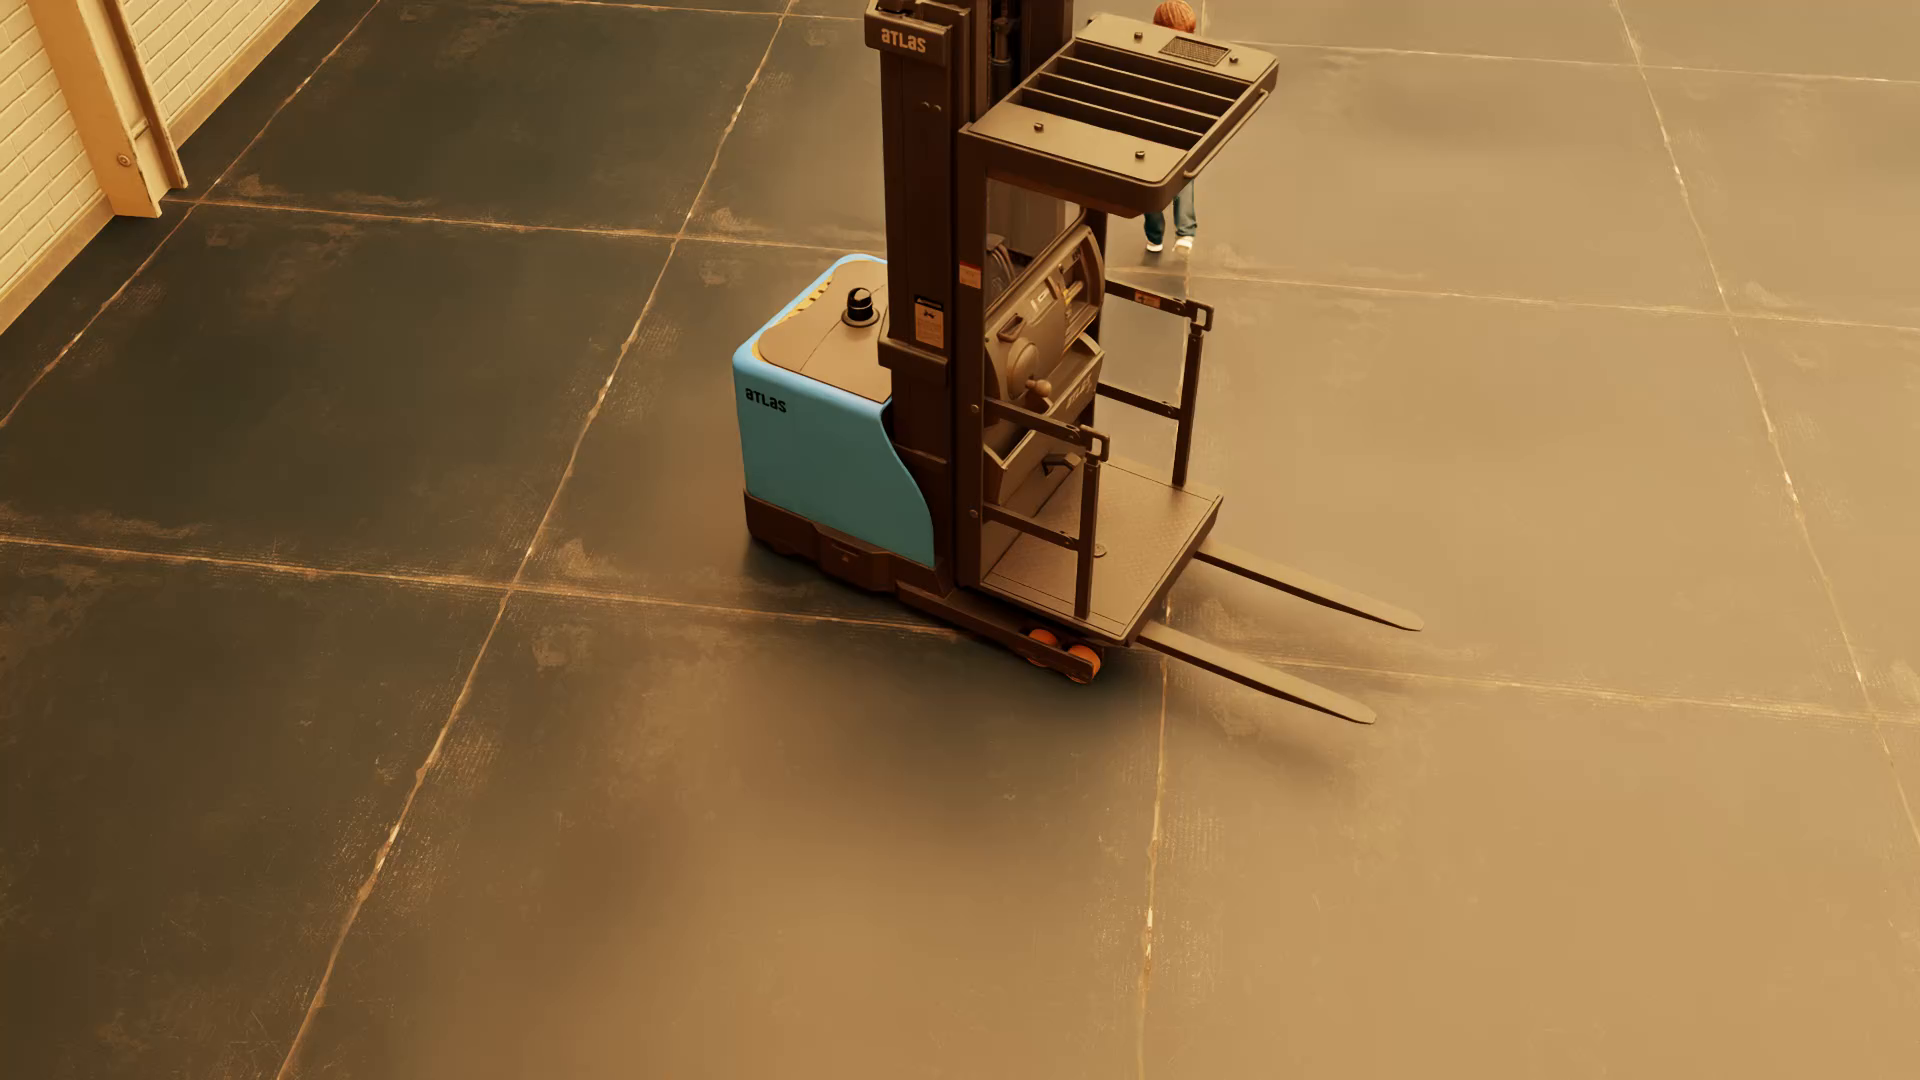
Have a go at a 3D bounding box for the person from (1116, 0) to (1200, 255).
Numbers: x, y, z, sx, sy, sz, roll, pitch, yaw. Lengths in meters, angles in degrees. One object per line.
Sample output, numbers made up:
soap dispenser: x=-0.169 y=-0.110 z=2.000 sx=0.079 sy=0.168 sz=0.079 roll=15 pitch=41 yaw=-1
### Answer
person: x=1.122 y=-2.260 z=9.211 sx=0.595 sy=1.555 sz=0.533 roll=0 pitch=43 yaw=0

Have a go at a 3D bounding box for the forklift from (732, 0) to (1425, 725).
forklift: x=0.529 y=-0.874 z=6.675 sx=3.031 sy=2.935 sz=1.130 roll=21 pitch=47 yaw=22
